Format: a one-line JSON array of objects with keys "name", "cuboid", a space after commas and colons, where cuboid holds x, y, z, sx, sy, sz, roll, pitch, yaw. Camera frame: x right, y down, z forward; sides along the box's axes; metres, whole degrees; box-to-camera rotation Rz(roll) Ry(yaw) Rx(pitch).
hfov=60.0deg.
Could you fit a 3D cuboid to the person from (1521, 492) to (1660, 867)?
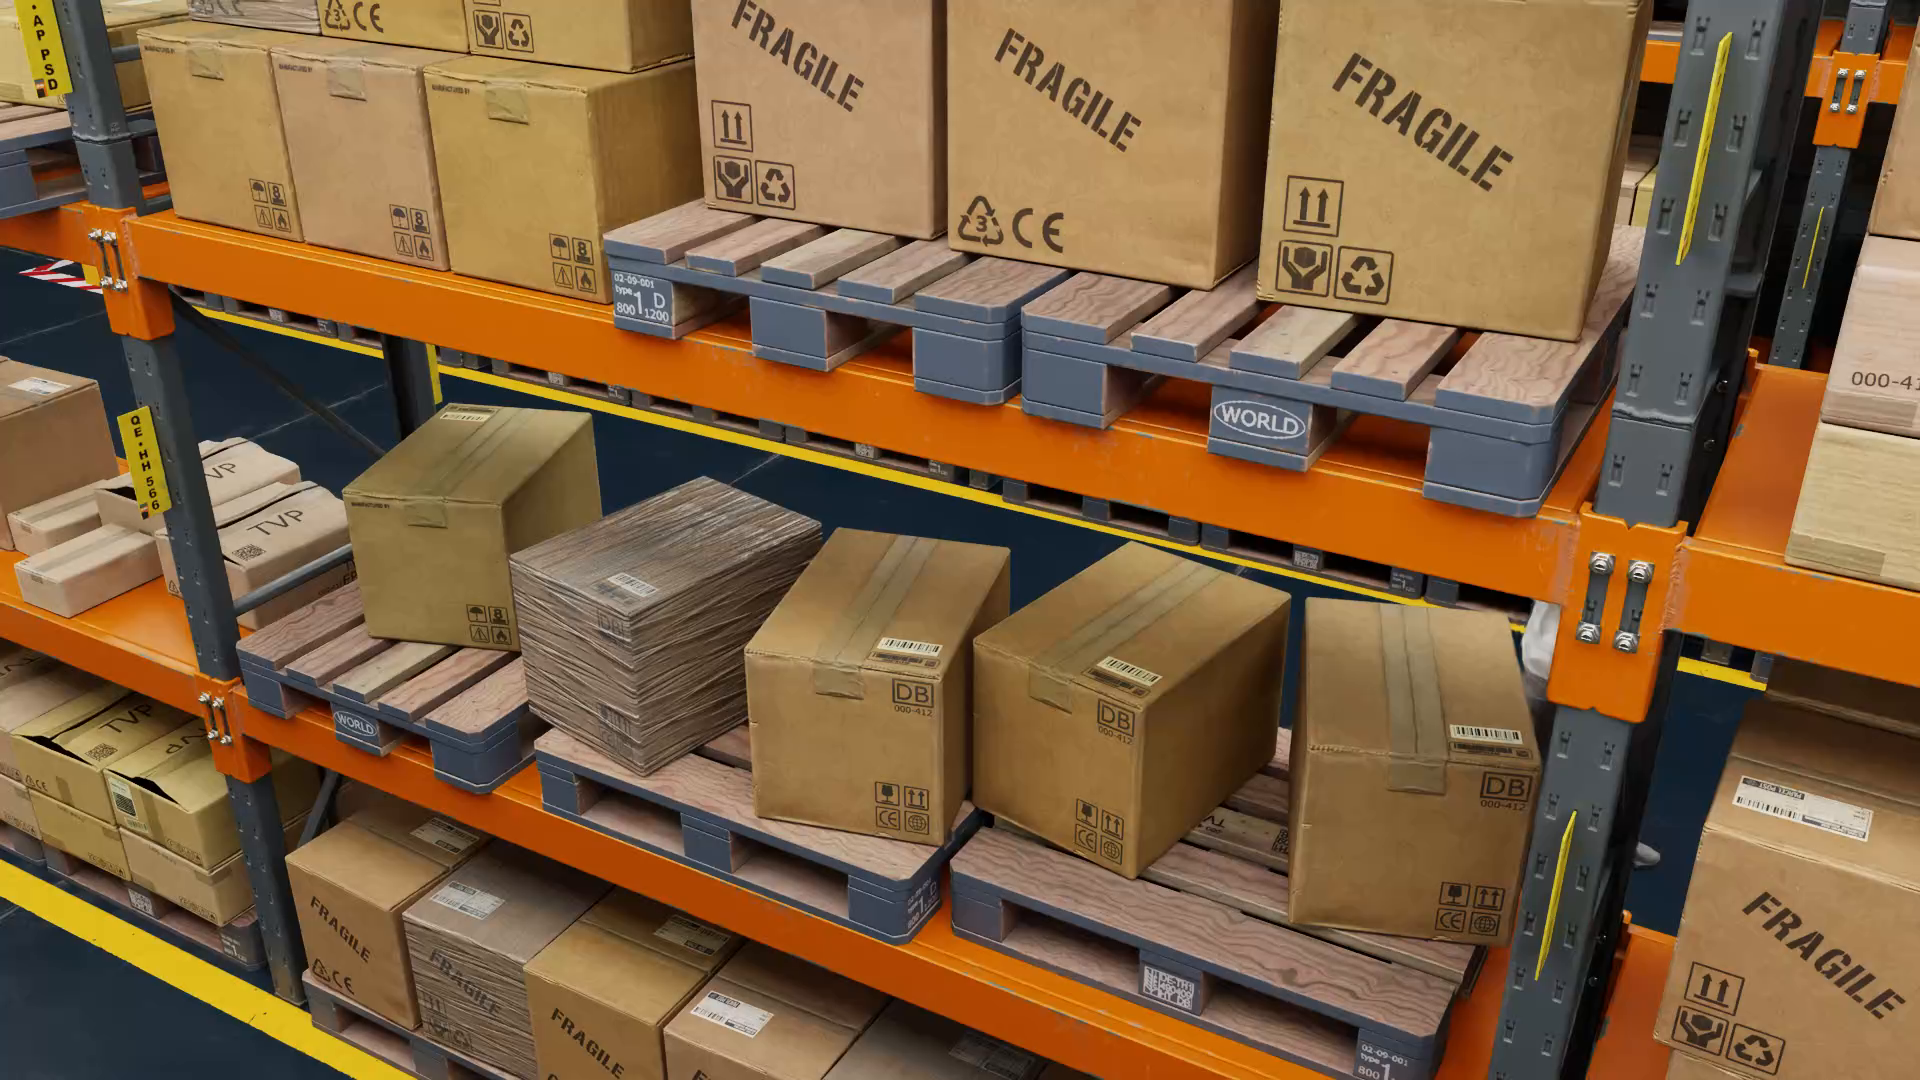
[{"name": "person", "cuboid": [2.309, 0.478, 6.132, 0.840, 1.786, 0.590, 7, 27, 14]}]
